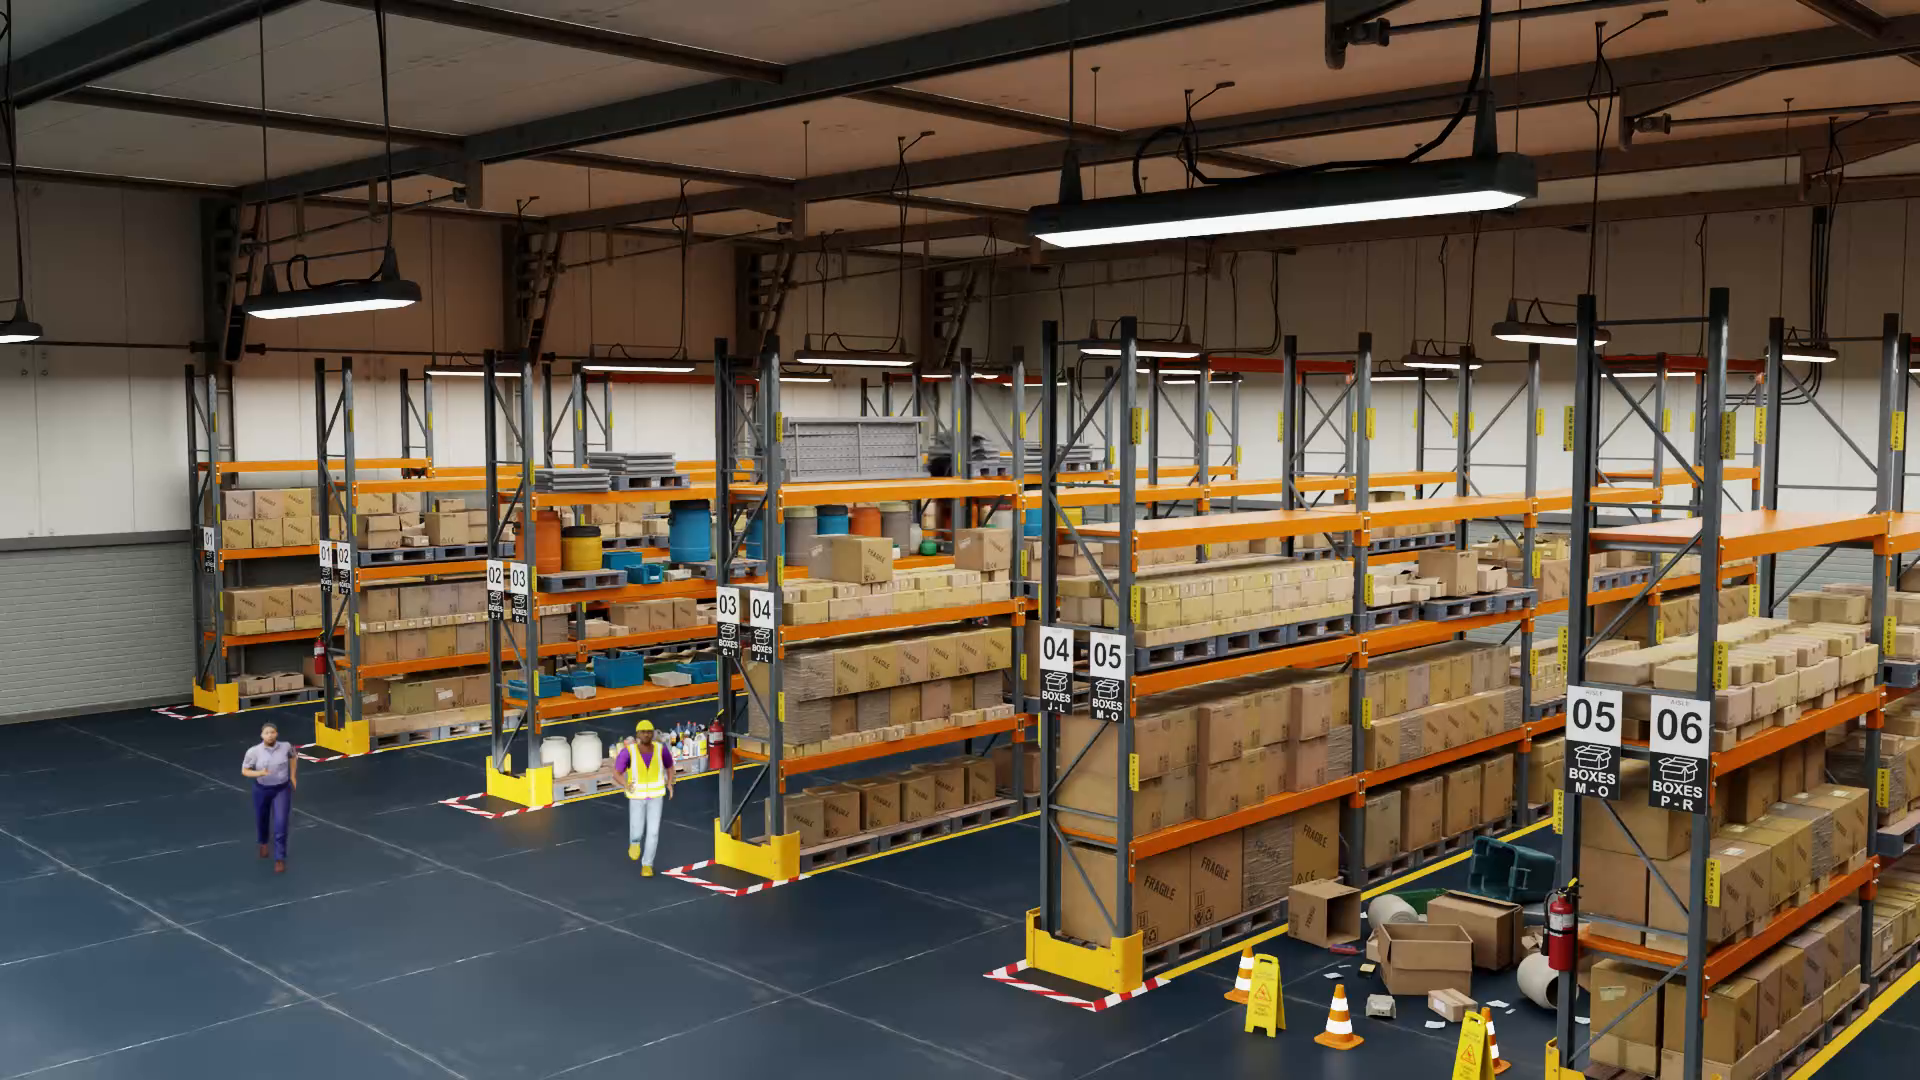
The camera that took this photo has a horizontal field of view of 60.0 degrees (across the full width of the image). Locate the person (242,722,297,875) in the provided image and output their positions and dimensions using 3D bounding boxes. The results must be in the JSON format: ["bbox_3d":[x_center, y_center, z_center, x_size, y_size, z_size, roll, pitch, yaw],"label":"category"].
[{"bbox_3d":[-7.811,2.877,18.846,0.598,1.652,0.933,-2,5,-26],"label":"person"}]

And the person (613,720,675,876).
[{"bbox_3d":[-3.537,2.870,18.689,0.699,1.728,0.686,-1,5,-19],"label":"person"}]
